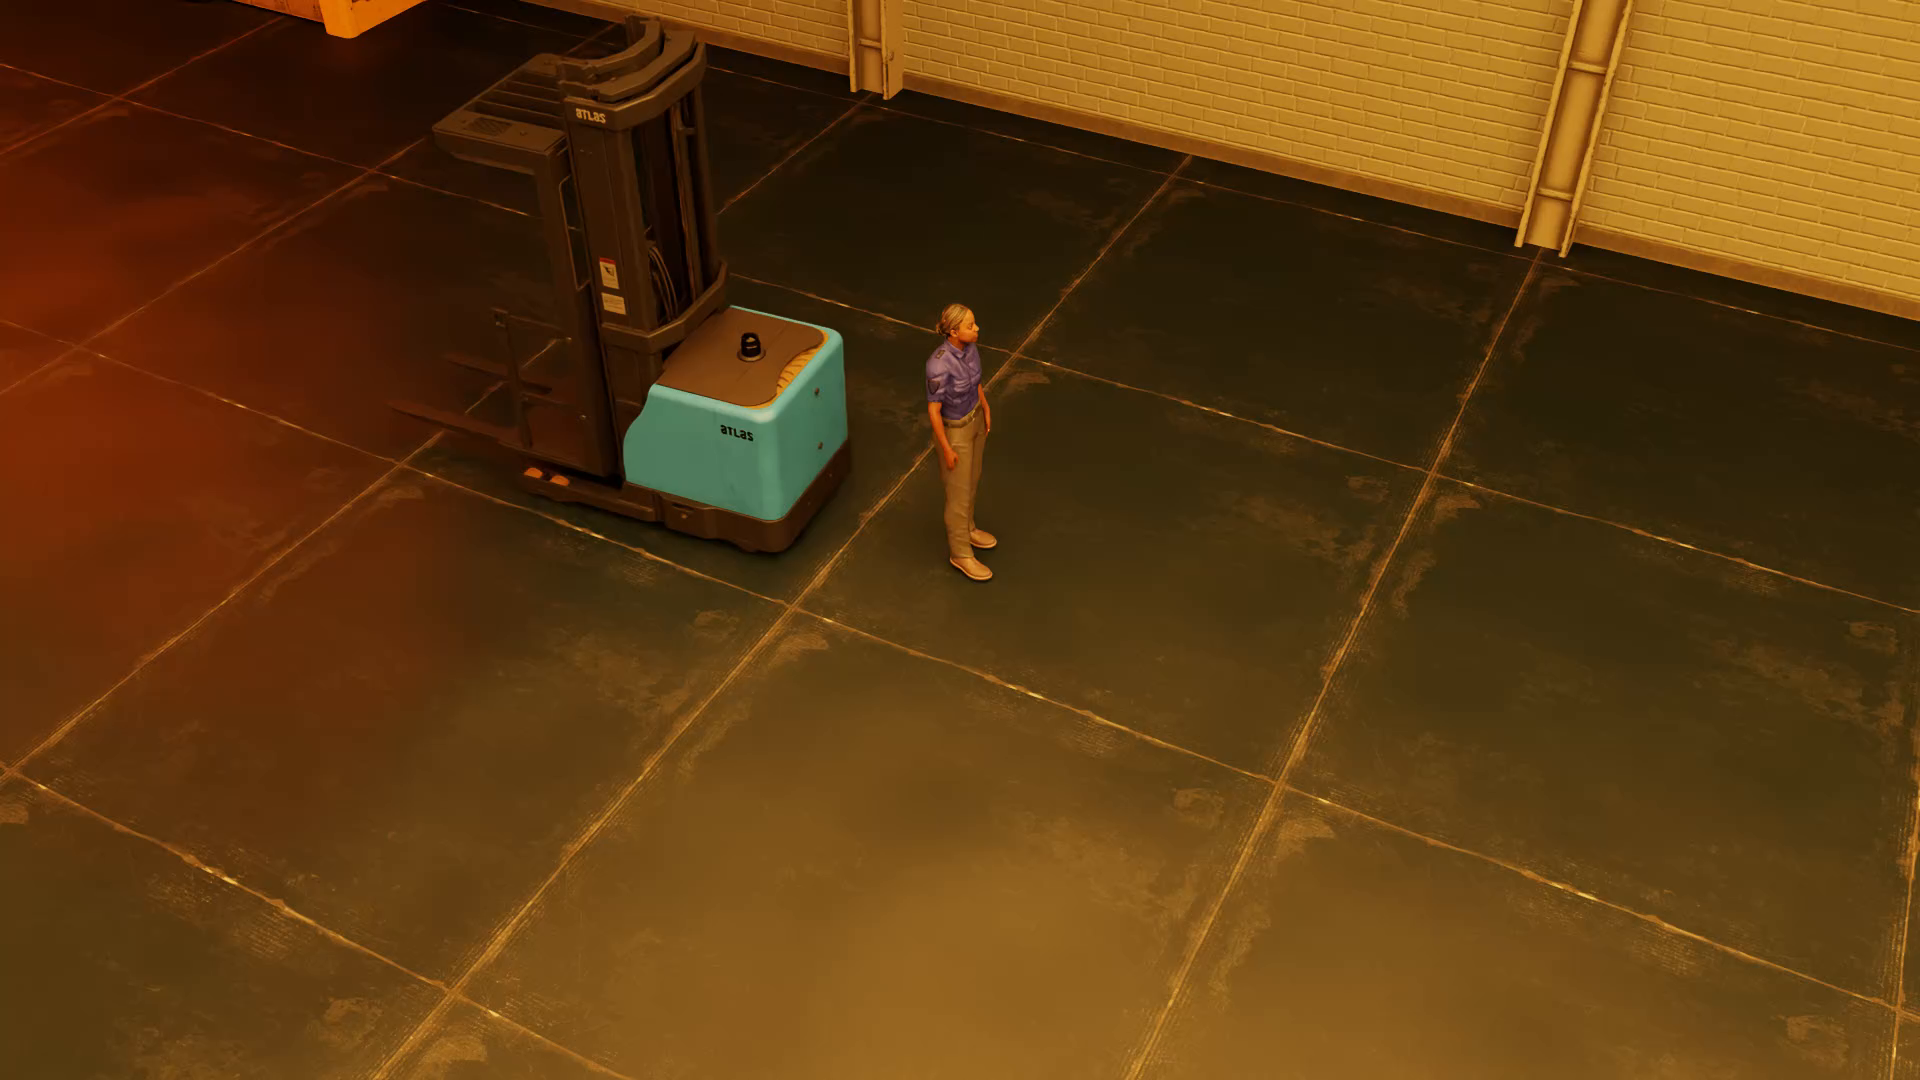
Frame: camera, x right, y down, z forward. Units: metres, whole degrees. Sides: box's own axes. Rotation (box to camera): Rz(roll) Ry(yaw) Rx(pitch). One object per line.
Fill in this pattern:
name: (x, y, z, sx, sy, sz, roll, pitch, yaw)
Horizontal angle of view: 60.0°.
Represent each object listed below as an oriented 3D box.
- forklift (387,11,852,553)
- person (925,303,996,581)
forklift: (-2.264, -1.660, 9.958, 3.031, 2.935, 1.130, 15, 42, 17)
person: (0.069, -0.601, 9.680, 0.503, 1.656, 0.569, 18, 43, 21)
